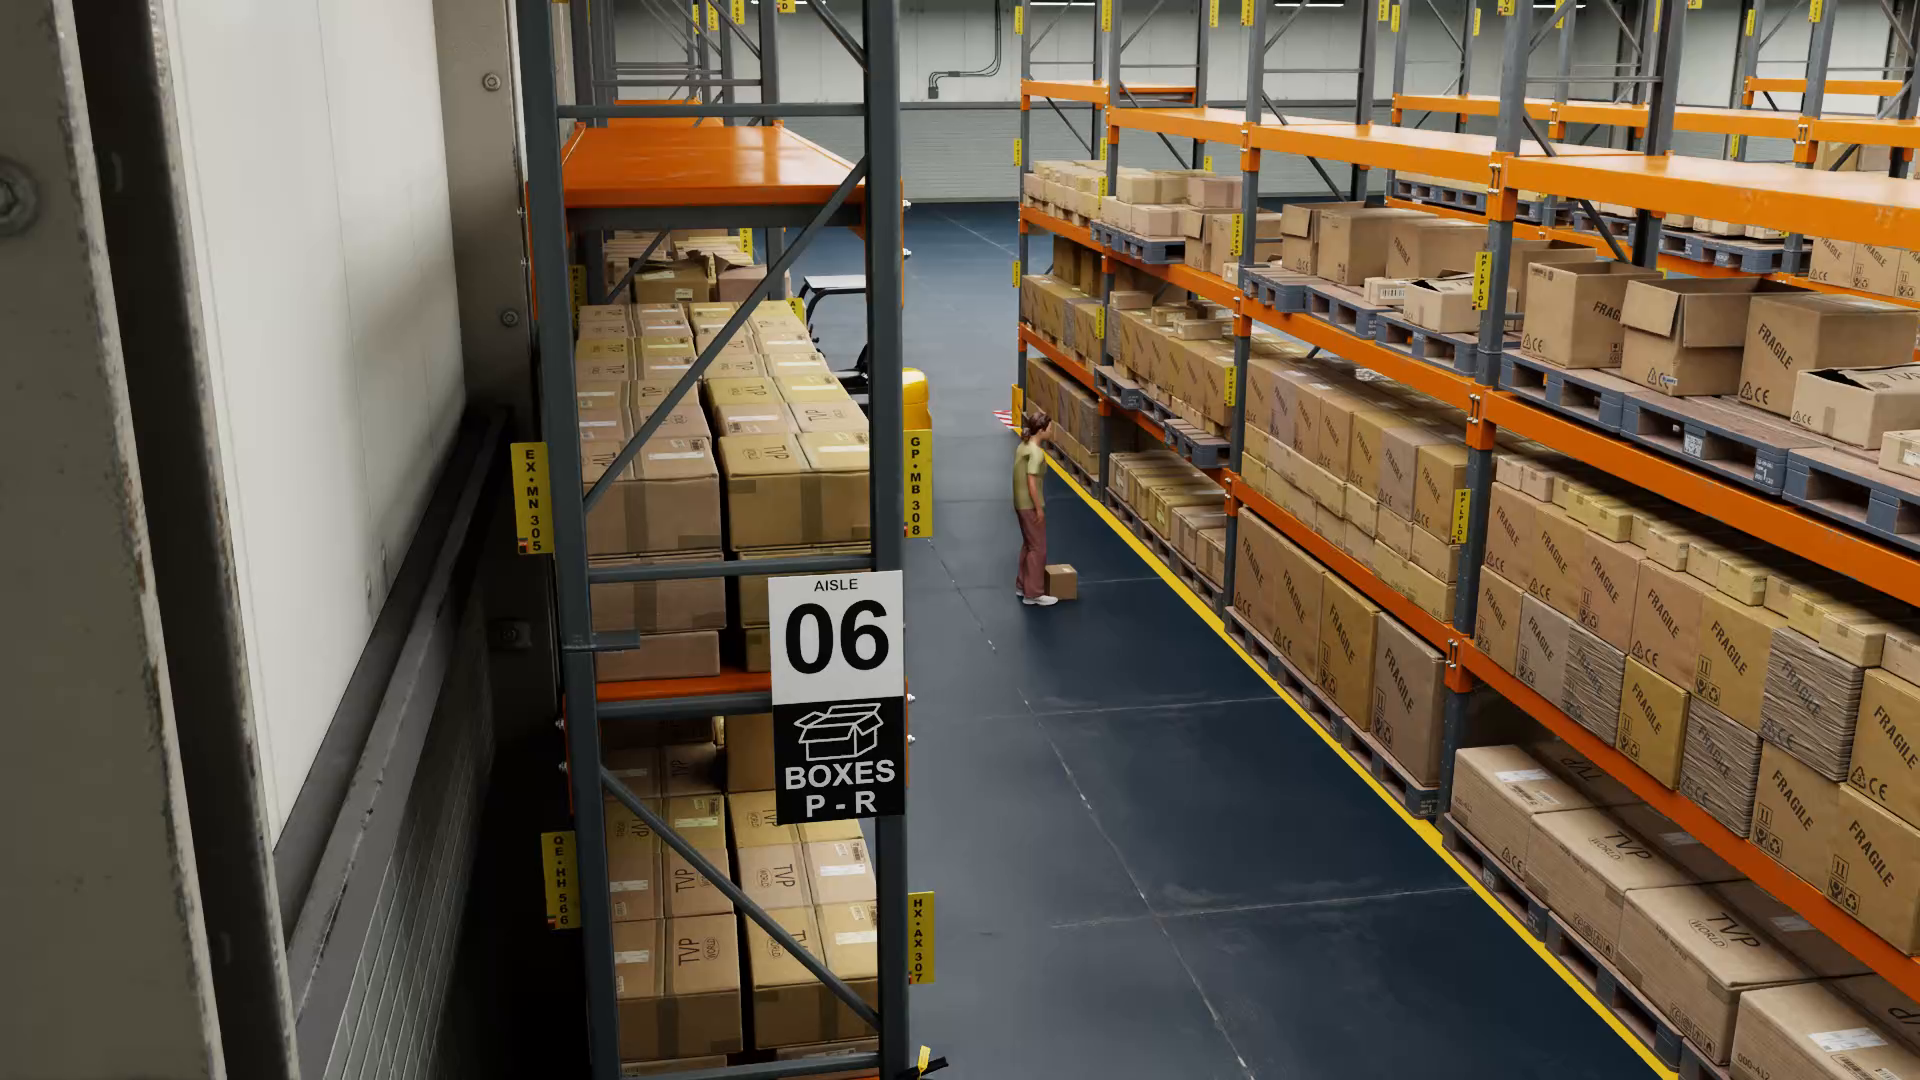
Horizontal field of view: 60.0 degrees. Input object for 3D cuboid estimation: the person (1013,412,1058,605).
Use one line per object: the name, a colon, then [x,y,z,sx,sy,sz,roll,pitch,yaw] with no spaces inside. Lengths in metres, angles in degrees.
person: [0.645,-0.289,14.517,0.359,1.673,0.498,-3,17,-10]
